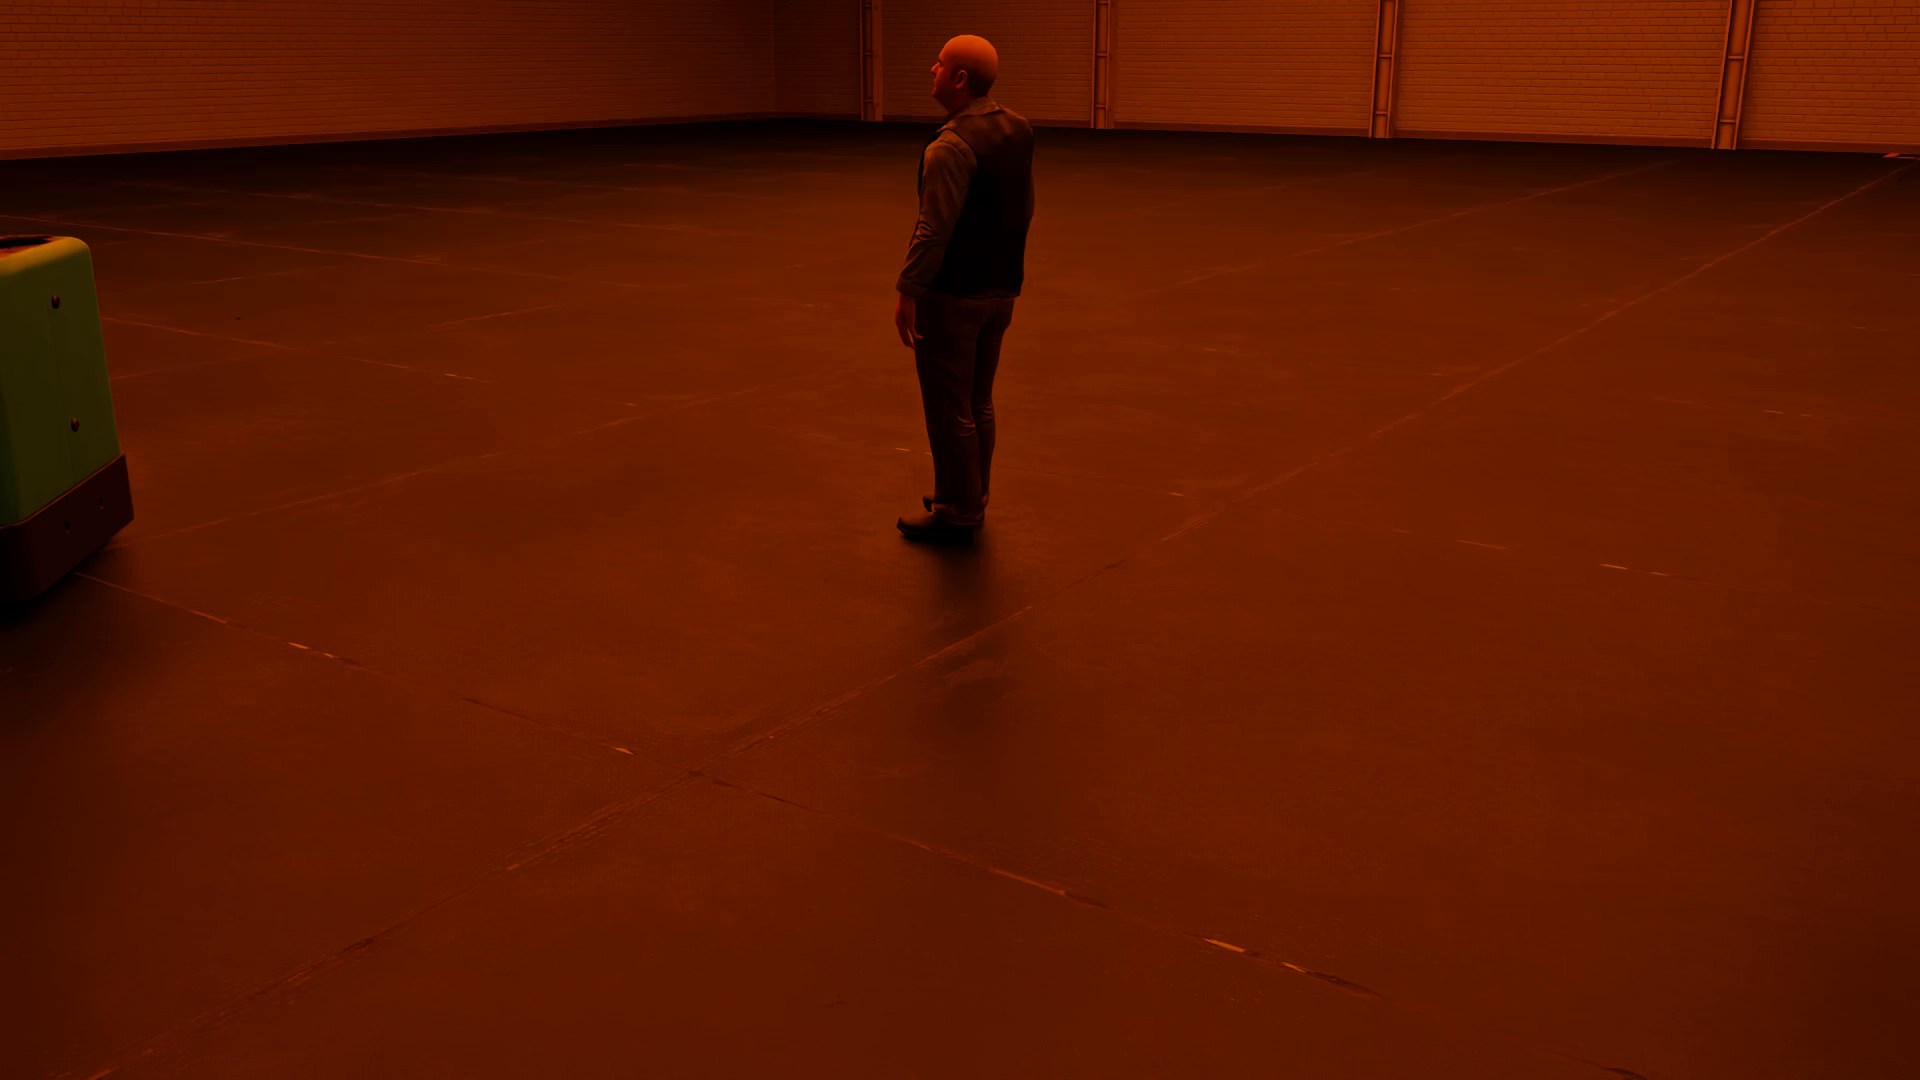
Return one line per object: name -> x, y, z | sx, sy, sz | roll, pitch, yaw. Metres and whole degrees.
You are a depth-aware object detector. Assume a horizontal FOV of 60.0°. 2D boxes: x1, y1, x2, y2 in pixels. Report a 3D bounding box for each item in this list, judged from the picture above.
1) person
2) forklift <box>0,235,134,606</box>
person -> -0.046, -0.844, 5.740 | 0.568, 1.720, 0.632 | 11, 20, 33
forklift -> -4.396, -1.229, 4.942 | 3.031, 2.935, 1.130 | -2, 17, -7
